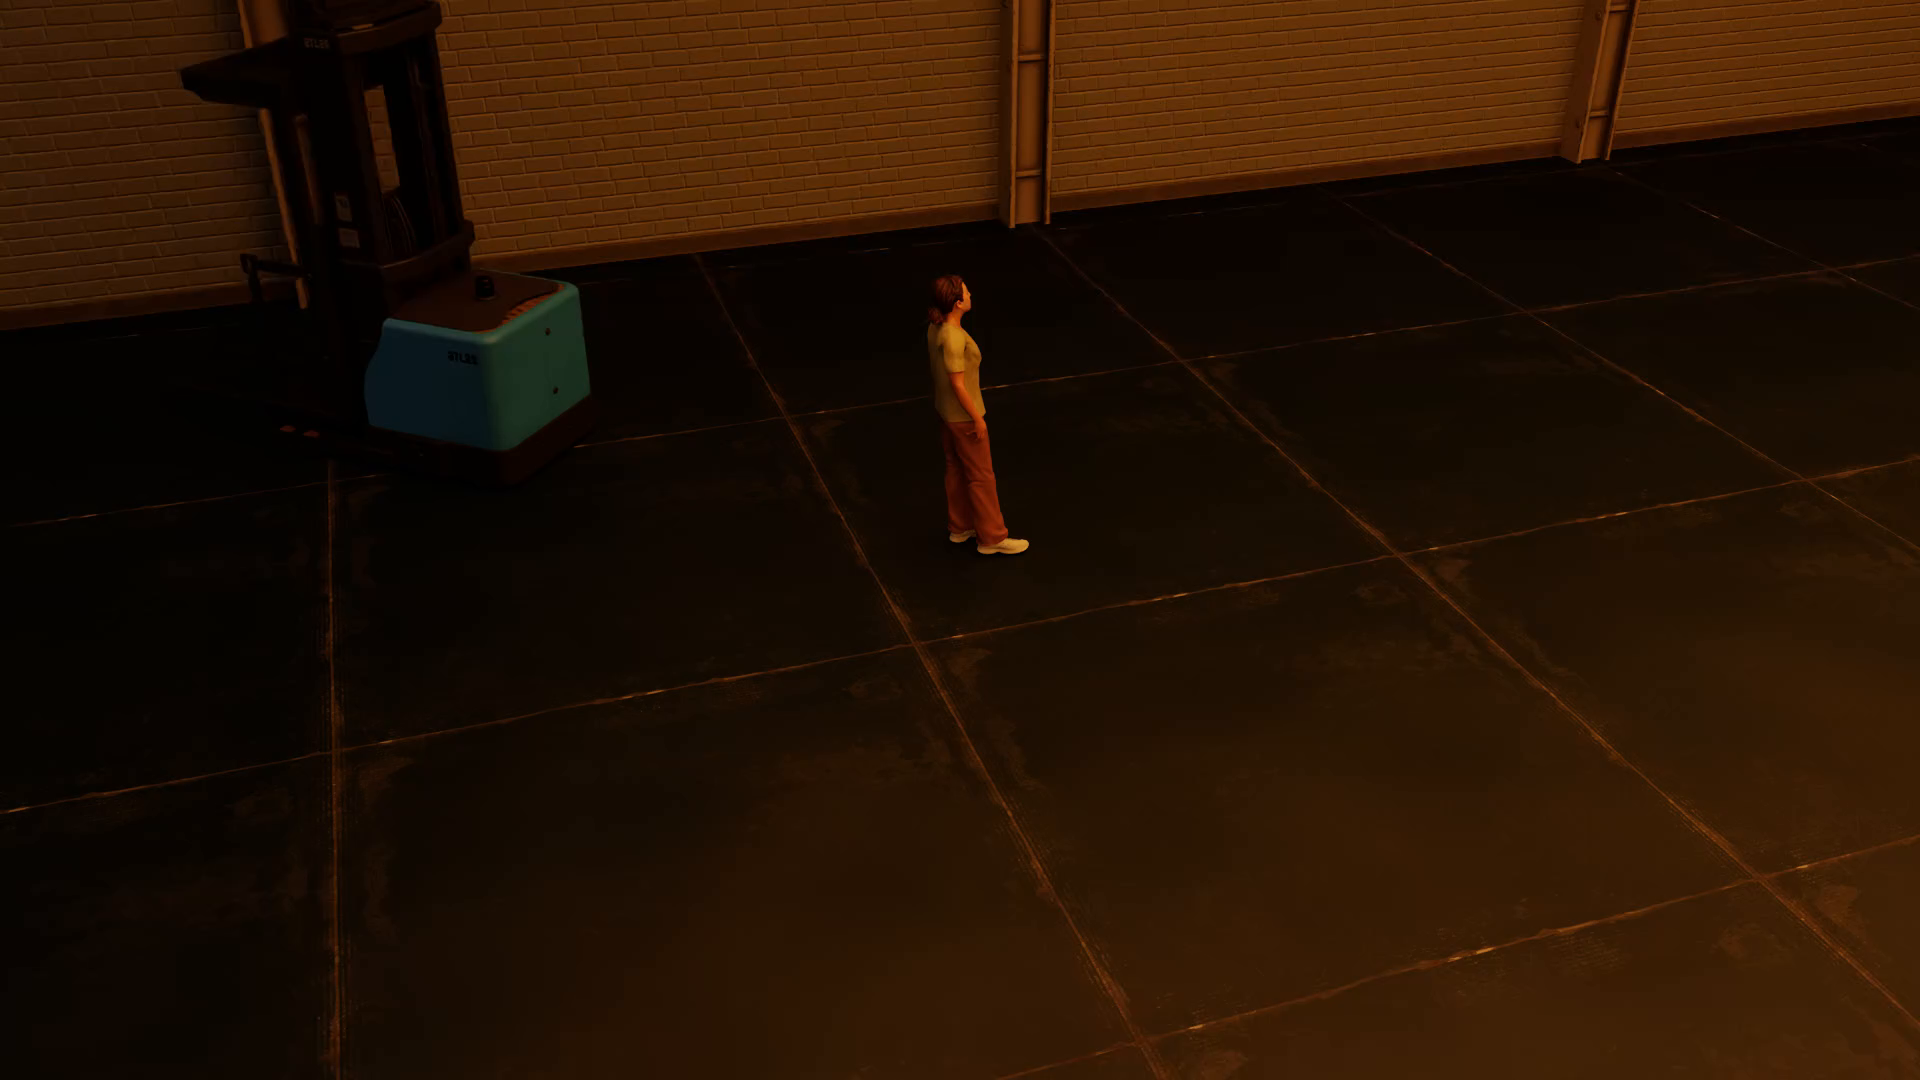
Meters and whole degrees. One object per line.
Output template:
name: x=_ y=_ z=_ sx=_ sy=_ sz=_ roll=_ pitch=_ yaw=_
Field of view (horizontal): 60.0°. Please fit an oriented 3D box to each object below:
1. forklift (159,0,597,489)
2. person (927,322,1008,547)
forklift: x=-4.021 y=-2.057 z=10.663 sx=3.031 sy=2.935 sz=1.130 roll=11 pitch=32 yaw=19
person: x=0.030 y=-0.655 z=9.652 sx=0.395 sy=1.361 sz=0.521 roll=-10 pitch=31 yaw=-16
